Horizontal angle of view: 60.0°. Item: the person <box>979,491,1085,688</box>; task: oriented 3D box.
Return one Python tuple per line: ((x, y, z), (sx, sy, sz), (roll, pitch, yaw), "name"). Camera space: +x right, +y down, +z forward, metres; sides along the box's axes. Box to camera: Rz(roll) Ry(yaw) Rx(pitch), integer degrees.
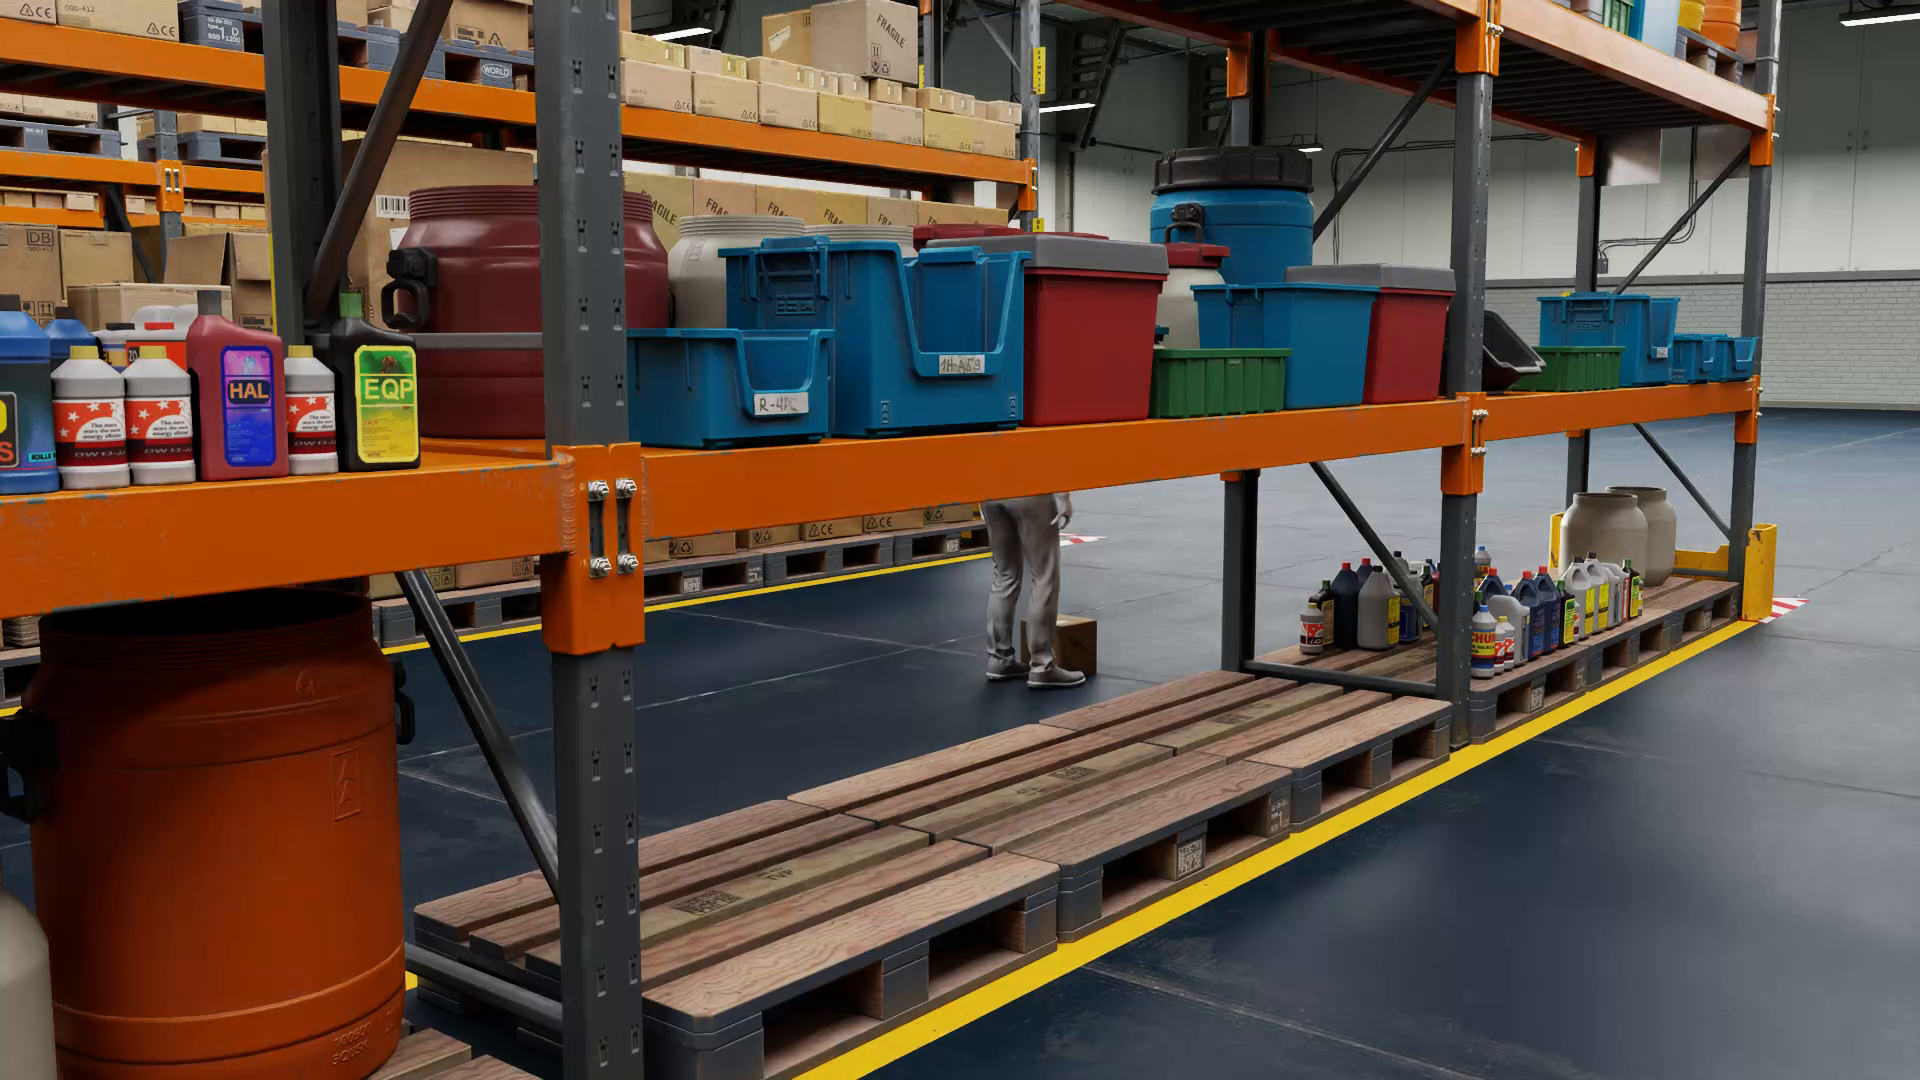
((0.272, -0.194, 7.352), (0.546, 1.664, 0.375), (6, 9, 44), "person")
